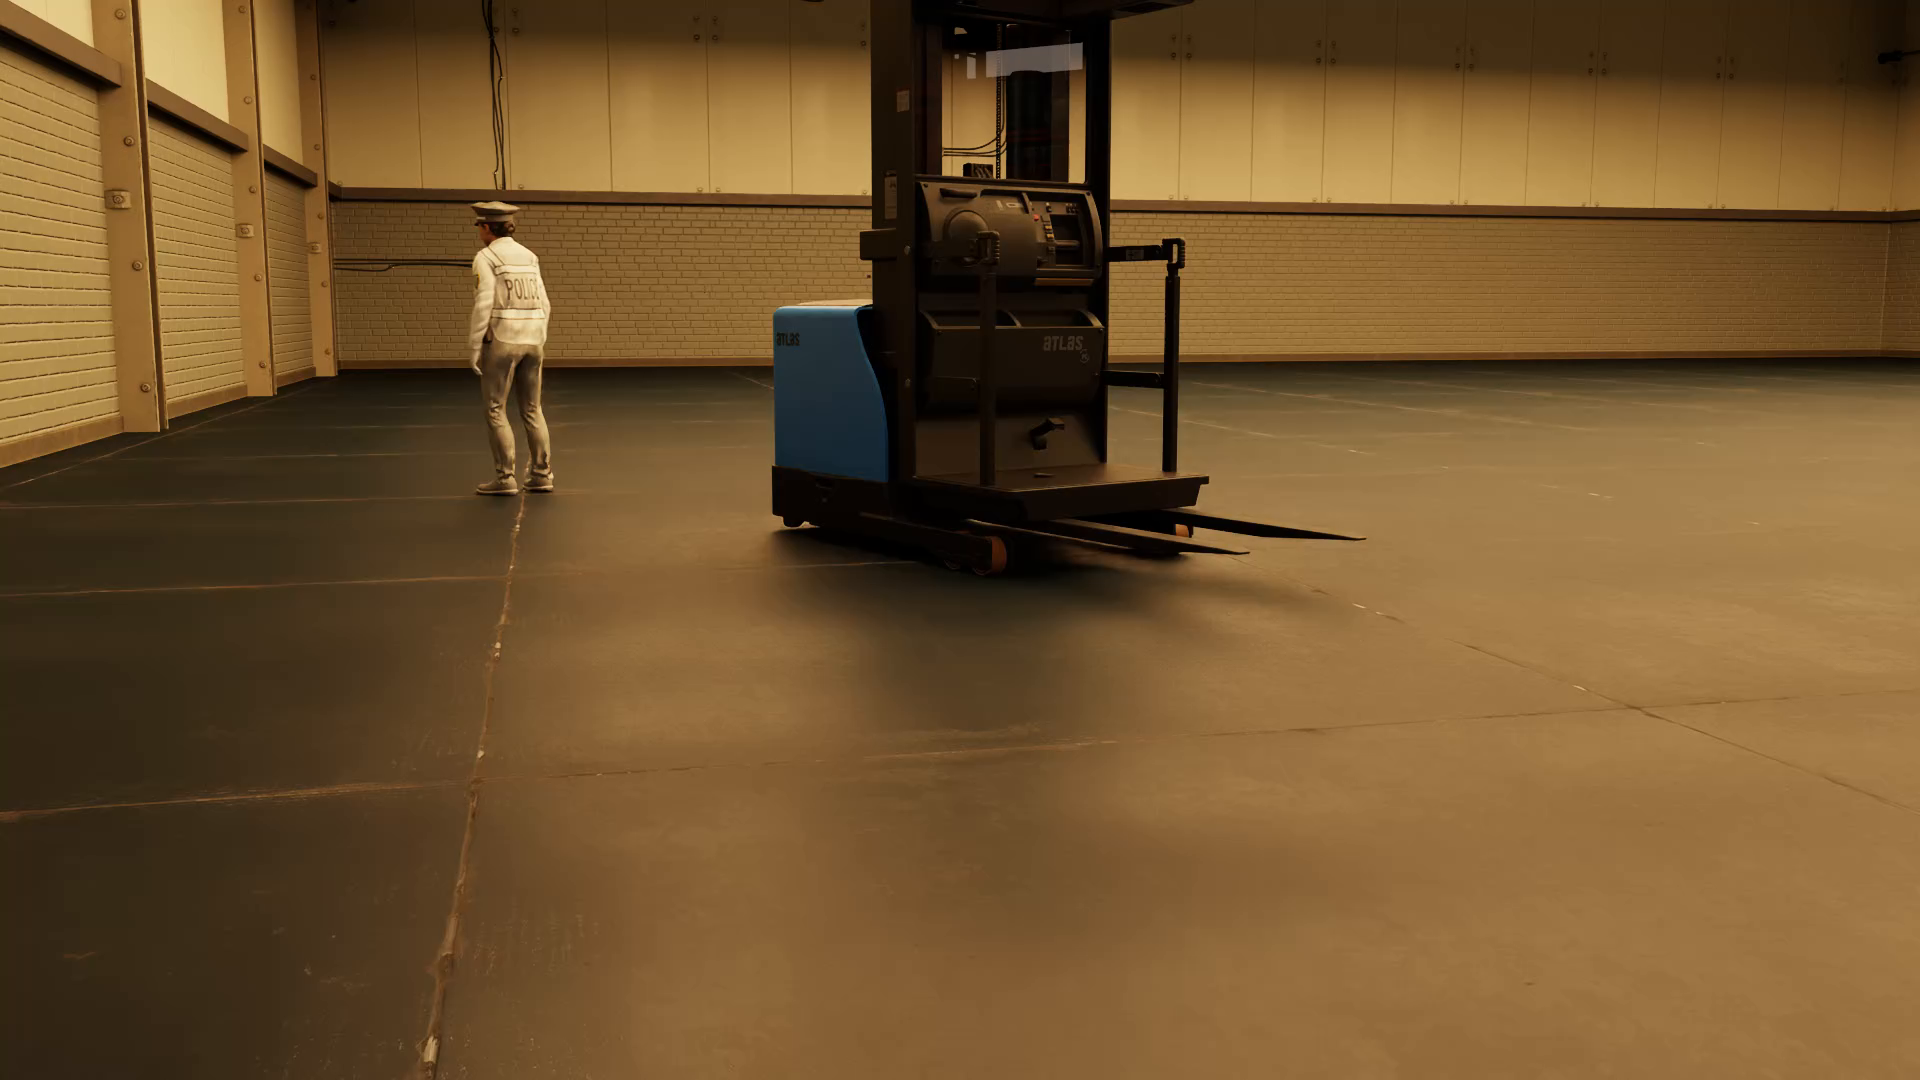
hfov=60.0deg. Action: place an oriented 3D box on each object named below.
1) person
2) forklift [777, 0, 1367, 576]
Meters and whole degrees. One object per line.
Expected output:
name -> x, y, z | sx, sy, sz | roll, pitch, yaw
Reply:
person -> -2.581, -1.094, 9.522 | 0.374, 1.665, 0.547 | 6, 10, 35
forklift -> 0.352, -1.383, 7.012 | 1.121, 2.935, 3.031 | -6, 10, -35
